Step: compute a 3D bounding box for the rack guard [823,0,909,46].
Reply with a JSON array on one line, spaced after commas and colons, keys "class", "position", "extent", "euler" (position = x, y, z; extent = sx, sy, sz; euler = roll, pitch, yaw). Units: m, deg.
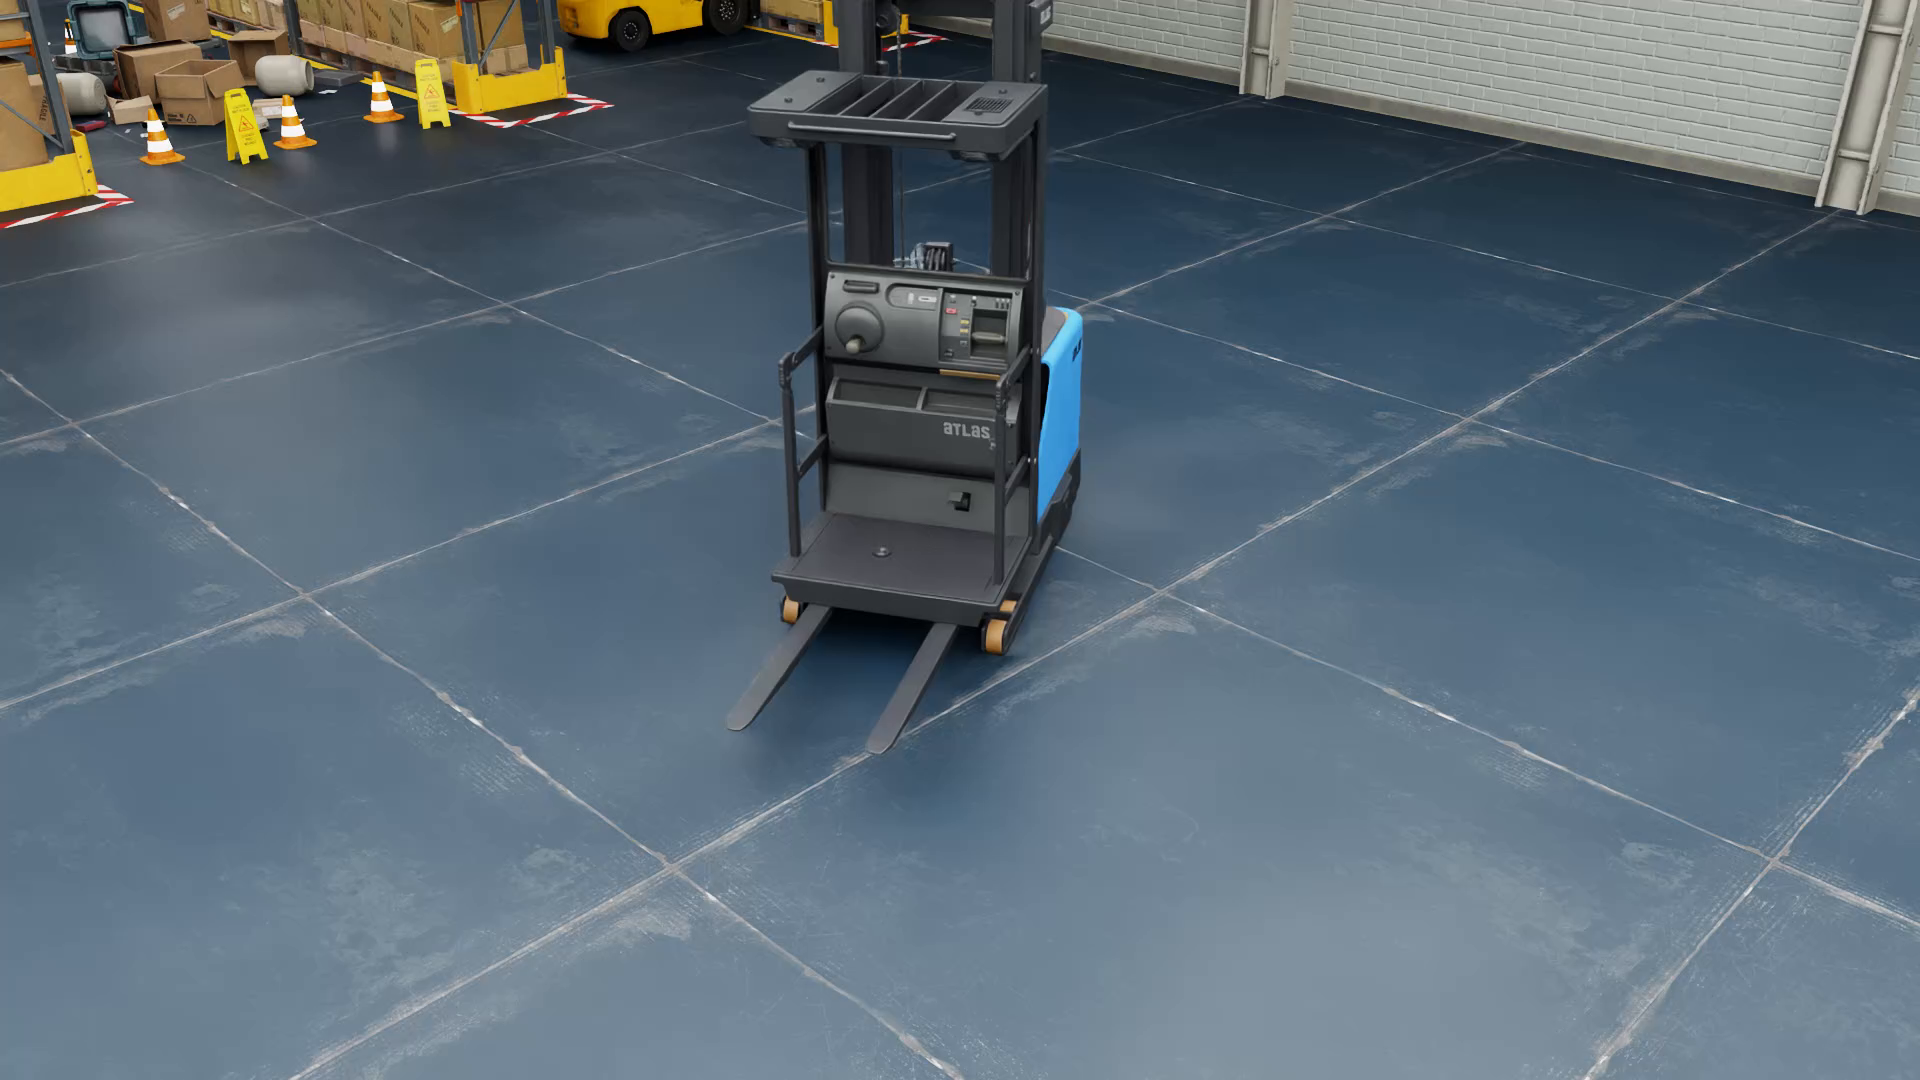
[{"class": "rack guard", "position": [-1.150, -6.438, 20.456], "extent": [0.348, 0.500, 1.175], "euler": [25, 36, 38]}]

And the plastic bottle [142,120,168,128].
[{"class": "plastic bottle", "position": [-8.046, -4.143, 16.564], "extent": [0.283, 0.061, 0.133], "euler": [12, 30, 22]}]

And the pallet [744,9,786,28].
[{"class": "pallet", "position": [-2.608, -6.951, 21.743], "extent": [1.213, 0.211, 1.003], "euler": [25, 36, 38]}]

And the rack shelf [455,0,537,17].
[{"class": "rack shelf", "position": [-6.071, -6.237, 18.162], "extent": [4.000, 0.370, 1.077], "euler": [25, 36, 38]}]

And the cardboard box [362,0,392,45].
[{"class": "cardboard box", "position": [-6.128, -5.715, 18.093], "extent": [0.500, 0.500, 0.500], "euler": [24, 36, 37]}]

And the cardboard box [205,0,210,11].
[{"class": "cardboard box", "position": [-9.421, -7.111, 21.422], "extent": [0.625, 0.372, 0.950], "euler": [24, 36, 37]}]

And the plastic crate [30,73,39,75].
[{"class": "plastic crate", "position": [-9.853, -4.692, 17.409], "extent": [0.450, 0.188, 0.662], "euler": [-16, 30, -9]}]

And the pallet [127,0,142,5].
[{"class": "pallet", "position": [-10.859, -7.562, 22.904], "extent": [1.213, 0.211, 1.003], "euler": [25, 36, 38]}]

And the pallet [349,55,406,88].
[{"class": "pallet", "position": [-6.119, -5.369, 18.733], "extent": [1.213, 0.211, 1.003], "euler": [25, 36, 38]}]

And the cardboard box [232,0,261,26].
[{"class": "cardboard box", "position": [-8.388, -6.635, 20.518], "extent": [0.950, 0.372, 0.625], "euler": [-23, 35, -36]}]

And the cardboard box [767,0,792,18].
[{"class": "cardboard box", "position": [-2.072, -6.735, 20.838], "extent": [0.500, 0.250, 0.500], "euler": [25, 36, 38]}]

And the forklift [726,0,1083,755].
[{"class": "forklift", "position": [-0.227, -0.965, 7.437], "extent": [1.130, 2.935, 3.031], "euler": [7, 29, 14]}]

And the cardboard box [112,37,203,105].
[{"class": "cardboard box", "position": [-8.345, -4.894, 17.370], "extent": [0.503, 0.637, 0.797], "euler": [25, 36, 38]}]

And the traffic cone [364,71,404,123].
[{"class": "traffic cone", "position": [-5.856, -4.493, 16.797], "extent": [0.334, 0.463, 0.336], "euler": [25, 36, 38]}]

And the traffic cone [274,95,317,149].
[{"class": "traffic cone", "position": [-6.391, -4.013, 15.885], "extent": [0.334, 0.463, 0.336], "euler": [25, 36, 38]}]

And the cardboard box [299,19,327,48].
[{"class": "cardboard box", "position": [-7.265, -5.895, 19.242], "extent": [0.500, 0.250, 0.500], "euler": [23, 35, 36]}]

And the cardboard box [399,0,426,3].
[{"class": "cardboard box", "position": [-5.708, -5.764, 17.489], "extent": [0.380, 0.149, 0.250], "euler": [-24, 36, -38]}]

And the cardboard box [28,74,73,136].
[{"class": "cardboard box", "position": [-9.069, -4.262, 16.315], "extent": [0.500, 0.500, 0.500], "euler": [-18, 33, -31]}]

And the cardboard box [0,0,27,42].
[{"class": "cardboard box", "position": [-8.339, -4.400, 13.734], "extent": [0.550, 0.550, 0.875], "euler": [25, 36, 38]}]

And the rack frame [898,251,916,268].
[{"class": "rack frame", "position": [-0.314, -1.090, 9.718], "extent": [0.240, 1.200, 0.006], "euler": [-6, -3, -12]}]

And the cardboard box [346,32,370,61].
[{"class": "cardboard box", "position": [-6.497, -5.553, 18.590], "extent": [0.500, 0.250, 0.500], "euler": [24, 36, 38]}]

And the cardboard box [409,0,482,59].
[{"class": "cardboard box", "position": [-5.399, -5.379, 17.454], "extent": [0.500, 0.500, 0.500], "euler": [25, 37, 39]}]

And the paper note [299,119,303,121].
[{"class": "paper note", "position": [-6.714, -4.237, 16.775], "extent": [0.142, 0.019, 0.148], "euler": [12, 30, 22]}]

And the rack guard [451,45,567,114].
[{"class": "rack guard", "position": [-4.699, -4.822, 17.383], "extent": [0.348, 0.500, 1.175], "euler": [25, 36, 38]}]

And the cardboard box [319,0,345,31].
[{"class": "cardboard box", "position": [-6.875, -6.056, 18.742], "extent": [0.500, 0.500, 0.500], "euler": [-24, 36, -37]}]

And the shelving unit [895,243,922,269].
[{"class": "shelving unit", "position": [-0.296, -1.097, 9.629], "extent": [0.258, 1.200, 0.189], "euler": [-6, -3, -12]}]

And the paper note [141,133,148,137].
[{"class": "paper note", "position": [-7.941, -3.974, 16.277], "extent": [0.144, 0.017, 0.142], "euler": [-13, 30, -22]}]

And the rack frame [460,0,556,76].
[{"class": "rack frame", "position": [-4.645, -5.903, 16.754], "extent": [0.127, 3.000, 1.000], "euler": [25, 36, 38]}]

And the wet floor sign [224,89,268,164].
[{"class": "wet floor sign", "position": [-6.634, -3.833, 15.347], "extent": [0.232, 0.644, 0.267], "euler": [18, 33, 30]}]

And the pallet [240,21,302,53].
[{"class": "pallet", "position": [-8.053, -6.228, 20.367], "extent": [1.213, 0.211, 1.003], "euler": [25, 36, 38]}]

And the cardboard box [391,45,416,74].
[{"class": "cardboard box", "position": [-5.773, -5.218, 17.954], "extent": [0.500, 0.250, 0.500], "euler": [25, 37, 39]}]

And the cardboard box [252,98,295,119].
[{"class": "cardboard box", "position": [-6.995, -4.399, 16.955], "extent": [0.380, 0.149, 0.250], "euler": [-7, 29, -14]}]

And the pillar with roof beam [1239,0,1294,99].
[{"class": "pillar with roof beam", "position": [0.228, -7.347, 13.053], "extent": [0.400, 9.000, 9.100], "euler": [25, 36, 38]}]

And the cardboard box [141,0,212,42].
[{"class": "cardboard box", "position": [-8.723, -5.837, 18.499], "extent": [0.500, 0.500, 0.500], "euler": [25, 36, 38]}]

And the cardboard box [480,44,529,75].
[{"class": "cardboard box", "position": [-5.026, -5.227, 17.971], "extent": [0.500, 0.250, 0.500], "euler": [24, 36, 38]}]

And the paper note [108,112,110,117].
[{"class": "paper note", "position": [-8.644, -4.379, 17.054], "extent": [0.172, 0.023, 0.155], "euler": [-13, 30, -22]}]

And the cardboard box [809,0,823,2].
[{"class": "cardboard box", "position": [-1.734, -6.797, 20.420], "extent": [0.500, 0.250, 0.500], "euler": [24, 36, 38]}]

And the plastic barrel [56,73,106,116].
[{"class": "plastic barrel", "position": [-9.011, -4.531, 16.913], "extent": [0.512, 0.421, 0.421], "euler": [-3, 28, -5]}]
